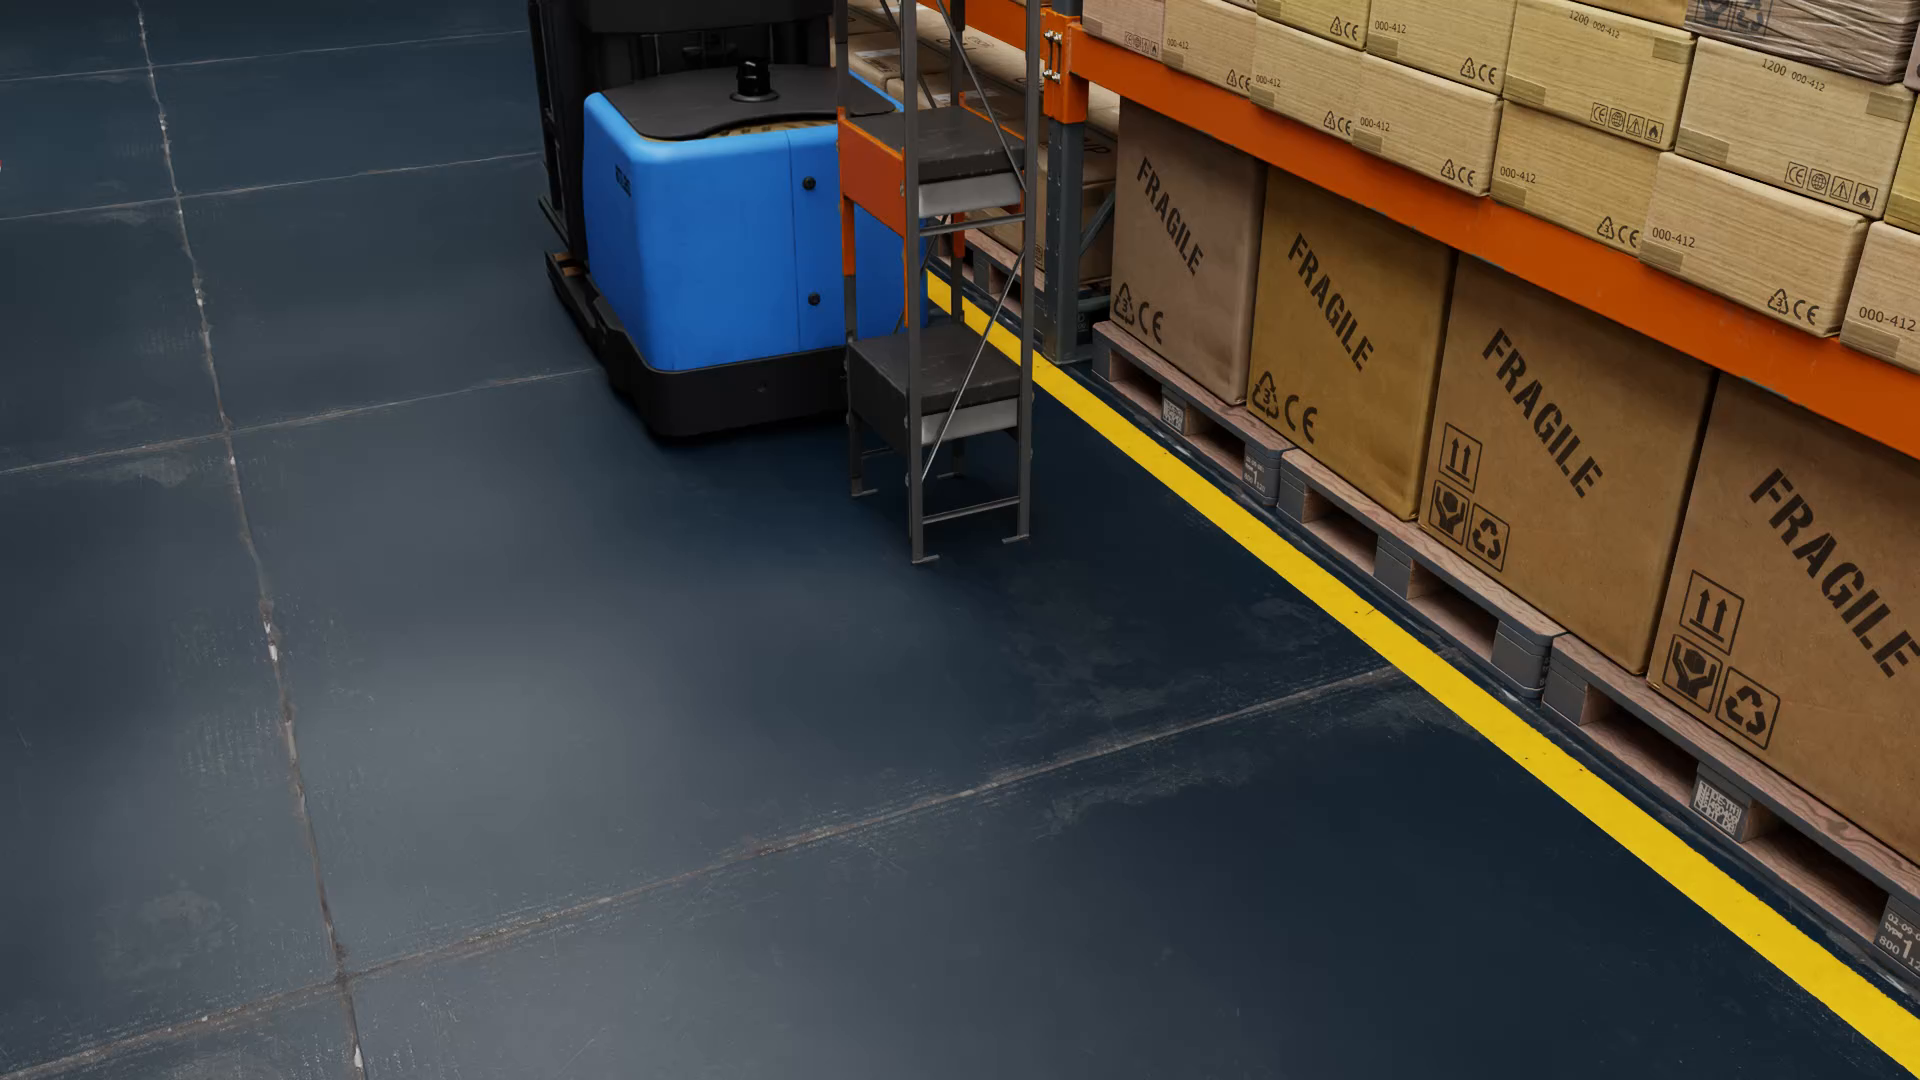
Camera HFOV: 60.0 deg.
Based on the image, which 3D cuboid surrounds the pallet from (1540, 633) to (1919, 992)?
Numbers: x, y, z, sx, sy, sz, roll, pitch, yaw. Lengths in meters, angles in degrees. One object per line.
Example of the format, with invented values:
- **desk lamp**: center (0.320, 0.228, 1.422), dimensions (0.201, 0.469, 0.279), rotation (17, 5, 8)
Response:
- **pallet**: center (2.246, 0.512, 4.122), dimensions (1.003, 0.211, 1.213), rotation (-13, 32, -22)

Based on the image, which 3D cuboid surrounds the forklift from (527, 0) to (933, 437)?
- **forklift**: center (-1.136, -2.337, 6.422), dimensions (1.130, 2.935, 3.031), rotation (-12, 31, -20)

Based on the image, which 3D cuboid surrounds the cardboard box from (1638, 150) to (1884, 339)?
- **cardboard box**: center (1.831, -0.667, 3.525), dimensions (0.500, 0.250, 0.500), rotation (-13, 32, -21)

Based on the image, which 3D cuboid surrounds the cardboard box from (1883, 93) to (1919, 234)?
- **cardboard box**: center (2.079, -0.654, 2.992), dimensions (0.500, 0.250, 0.500), rotation (-13, 32, -22)

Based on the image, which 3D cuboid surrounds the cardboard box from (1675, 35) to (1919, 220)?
- **cardboard box**: center (1.855, -0.880, 3.394), dimensions (0.500, 0.250, 0.500), rotation (-14, 32, -23)

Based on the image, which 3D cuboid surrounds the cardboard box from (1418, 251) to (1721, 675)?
- **cardboard box**: center (1.916, -0.315, 4.487), dimensions (0.875, 0.875, 0.875), rotation (-13, 32, -21)

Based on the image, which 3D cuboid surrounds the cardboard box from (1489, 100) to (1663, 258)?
- **cardboard box**: center (1.629, -0.892, 3.928), dimensions (0.500, 0.250, 0.500), rotation (-13, 32, -22)

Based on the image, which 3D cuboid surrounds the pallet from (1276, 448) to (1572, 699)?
- **pallet**: center (1.726, -0.027, 5.082), dimensions (1.003, 0.211, 1.213), rotation (-13, 32, -22)

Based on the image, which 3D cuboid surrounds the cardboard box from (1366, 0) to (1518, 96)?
- **cardboard box**: center (1.394, -1.331, 4.199), dimensions (0.500, 0.250, 0.500), rotation (-14, 32, -23)

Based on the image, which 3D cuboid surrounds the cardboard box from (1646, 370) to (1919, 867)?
- **cardboard box**: center (2.295, 0.080, 3.783), dimensions (0.875, 0.875, 0.875), rotation (-13, 32, -22)

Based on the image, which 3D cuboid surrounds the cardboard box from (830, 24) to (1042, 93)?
- **cardboard box**: center (-0.144, -2.267, 8.416), dimensions (0.875, 0.438, 0.875), rotation (-12, 32, -21)

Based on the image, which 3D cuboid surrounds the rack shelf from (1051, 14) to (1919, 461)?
- **rack shelf**: center (1.658, -0.910, 4.542), dimensions (1.077, 0.370, 4.000), rotation (-13, 32, -22)

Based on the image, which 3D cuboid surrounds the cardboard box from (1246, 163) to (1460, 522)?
- **cardboard box**: center (1.532, -0.710, 5.192), dimensions (0.875, 0.875, 0.875), rotation (-12, 31, -21)

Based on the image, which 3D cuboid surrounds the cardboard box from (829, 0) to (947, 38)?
- **cardboard box**: center (-0.545, -2.670, 9.134), dimensions (0.875, 0.438, 0.875), rotation (-14, 32, -24)

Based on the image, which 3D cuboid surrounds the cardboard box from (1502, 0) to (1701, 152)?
- **cardboard box**: center (1.617, -1.101, 3.790), dimensions (0.500, 0.250, 0.500), rotation (-14, 32, -23)

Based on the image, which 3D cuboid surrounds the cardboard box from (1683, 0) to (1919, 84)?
- **cardboard box**: center (1.830, -1.219, 3.232), dimensions (0.500, 0.500, 0.500), rotation (-13, 32, -21)

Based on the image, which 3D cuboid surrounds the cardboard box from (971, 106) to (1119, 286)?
- **cardboard box**: center (0.626, -1.473, 7.000), dimensions (0.875, 0.438, 0.875), rotation (-14, 32, -23)

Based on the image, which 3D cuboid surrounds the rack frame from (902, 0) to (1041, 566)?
- **rack frame**: center (0.034, -0.881, 4.675), dimensions (0.400, 2.100, 0.015), rotation (-13, 32, -22)

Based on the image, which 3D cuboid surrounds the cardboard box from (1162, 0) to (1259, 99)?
- **cardboard box**: center (0.973, -1.564, 5.126), dimensions (0.500, 0.250, 0.500), rotation (-14, 32, -23)

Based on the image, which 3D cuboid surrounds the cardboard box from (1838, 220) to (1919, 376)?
- **cardboard box**: center (2.065, -0.444, 3.129), dimensions (0.500, 0.250, 0.500), rotation (-14, 32, -24)

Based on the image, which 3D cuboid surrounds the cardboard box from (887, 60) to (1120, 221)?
- **cardboard box**: center (0.242, -1.868, 7.705), dimensions (0.875, 0.438, 0.875), rotation (-14, 32, -23)

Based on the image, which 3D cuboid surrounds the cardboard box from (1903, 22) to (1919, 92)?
- **cardboard box**: center (2.058, -0.994, 2.831), dimensions (0.500, 0.500, 0.500), rotation (-14, 32, -23)

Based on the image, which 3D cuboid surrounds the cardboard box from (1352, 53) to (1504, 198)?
- **cardboard box**: center (1.385, -1.112, 4.319), dimensions (0.500, 0.250, 0.500), rotation (-14, 32, -23)

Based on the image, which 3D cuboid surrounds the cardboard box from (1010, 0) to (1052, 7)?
- **cardboard box**: center (0.369, -2.302, 6.187), dimensions (0.500, 0.500, 0.500), rotation (-13, 32, -22)

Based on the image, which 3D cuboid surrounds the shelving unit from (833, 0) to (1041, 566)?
- **shelving unit**: center (-0.071, -0.989, 4.867), dimensions (0.431, 2.100, 0.503), rotation (-13, 32, -22)

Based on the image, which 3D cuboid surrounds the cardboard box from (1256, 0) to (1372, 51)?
- **cardboard box**: center (1.175, -1.554, 4.596), dimensions (0.500, 0.250, 0.500), rotation (-13, 32, -21)

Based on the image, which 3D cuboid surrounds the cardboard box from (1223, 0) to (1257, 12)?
- **cardboard box**: center (0.982, -1.782, 5.004), dimensions (0.500, 0.250, 0.500), rotation (-13, 32, -21)

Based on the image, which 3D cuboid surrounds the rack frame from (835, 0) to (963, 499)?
- **rack frame**: center (-0.176, -1.097, 5.059), dimensions (0.400, 2.100, 0.015), rotation (-13, 32, -22)

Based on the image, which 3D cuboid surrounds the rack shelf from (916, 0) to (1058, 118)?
- **rack shelf**: center (-0.060, -2.677, 7.693), dimensions (1.077, 0.370, 4.000), rotation (-13, 32, -22)

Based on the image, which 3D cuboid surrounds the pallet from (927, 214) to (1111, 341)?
- **pallet**: center (0.543, -1.244, 7.252), dimensions (1.003, 0.211, 1.213), rotation (-13, 32, -22)

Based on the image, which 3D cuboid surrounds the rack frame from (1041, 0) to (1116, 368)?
- **rack frame**: center (0.799, -2.108, 5.942), dimensions (1.000, 3.000, 0.127), rotation (-13, 32, -22)

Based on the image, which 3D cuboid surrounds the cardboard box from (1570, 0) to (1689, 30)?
- **cardboard box**: center (1.623, -1.440, 3.626), dimensions (0.500, 0.500, 0.500), rotation (-13, 32, -22)

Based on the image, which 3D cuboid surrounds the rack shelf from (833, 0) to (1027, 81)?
- **rack shelf**: center (-0.071, -1.588, 4.531), dimensions (0.431, 0.518, 0.480), rotation (-13, 32, -22)

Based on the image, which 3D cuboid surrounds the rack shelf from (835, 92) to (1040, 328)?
- **rack shelf**: center (-0.071, -0.977, 4.874), dimensions (0.431, 0.518, 0.480), rotation (-13, 32, -22)

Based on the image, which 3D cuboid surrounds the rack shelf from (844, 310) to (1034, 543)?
- **rack shelf**: center (-0.071, -0.367, 5.216), dimensions (0.431, 0.518, 0.480), rotation (-13, 32, -22)

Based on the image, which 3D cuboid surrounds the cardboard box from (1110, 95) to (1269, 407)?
- **cardboard box**: center (1.137, -1.107, 5.900), dimensions (0.875, 0.875, 0.875), rotation (-12, 31, -20)

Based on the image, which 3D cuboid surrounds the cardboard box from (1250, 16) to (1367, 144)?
- **cardboard box**: center (1.179, -1.334, 4.716), dimensions (0.500, 0.250, 0.500), rotation (-13, 32, -22)

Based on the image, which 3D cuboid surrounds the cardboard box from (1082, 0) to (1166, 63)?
- **cardboard box**: center (0.749, -1.792, 5.533), dimensions (0.500, 0.250, 0.500), rotation (-14, 32, -23)

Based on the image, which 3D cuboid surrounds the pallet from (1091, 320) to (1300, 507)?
- **pallet**: center (1.198, -0.566, 6.044), dimensions (1.003, 0.211, 1.213), rotation (-13, 32, -22)
